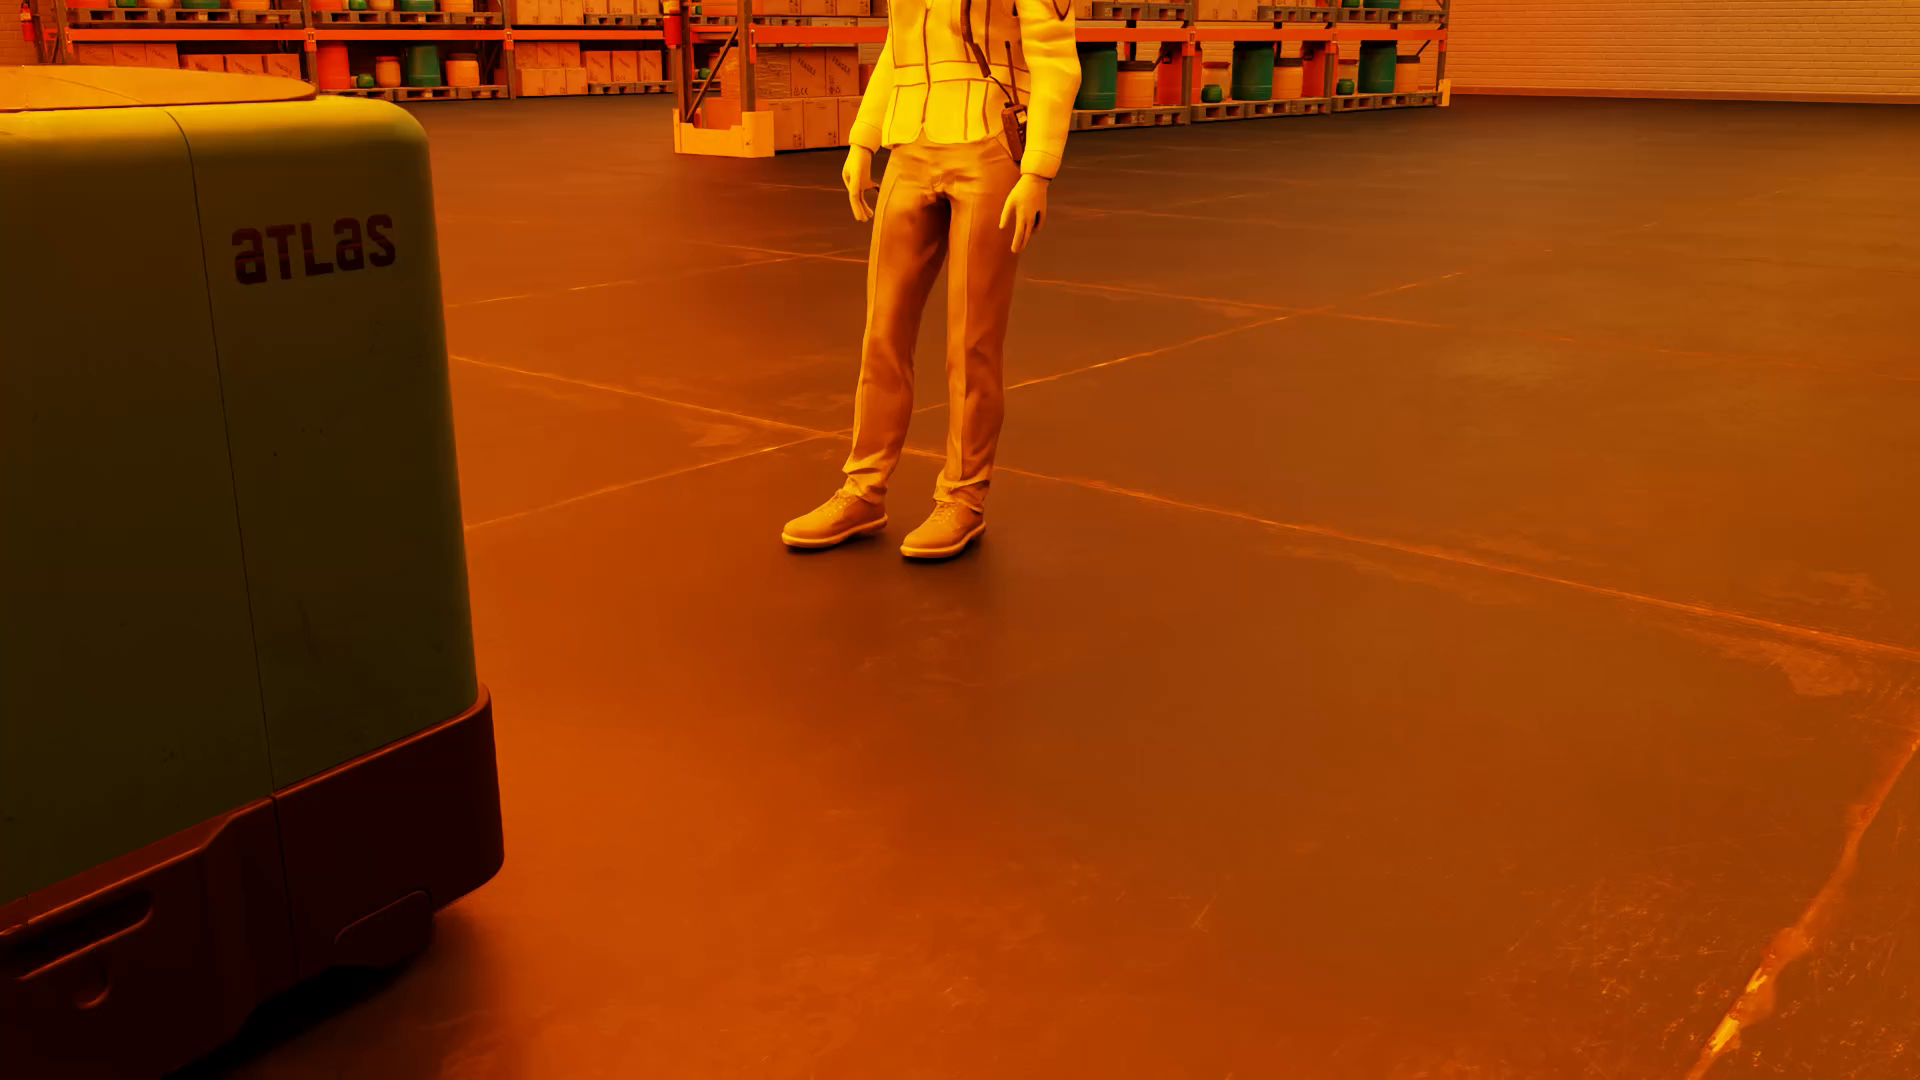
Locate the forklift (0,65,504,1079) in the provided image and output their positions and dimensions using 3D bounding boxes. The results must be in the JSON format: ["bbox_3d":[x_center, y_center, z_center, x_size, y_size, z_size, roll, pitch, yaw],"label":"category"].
[{"bbox_3d":[-1.839,-0.615,0.922,1.130,2.935,3.031,11,20,31],"label":"forklift"}]

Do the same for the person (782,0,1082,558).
[{"bbox_3d":[-0.049,-0.804,3.647,0.588,1.695,0.531,13,21,37],"label":"person"}]
